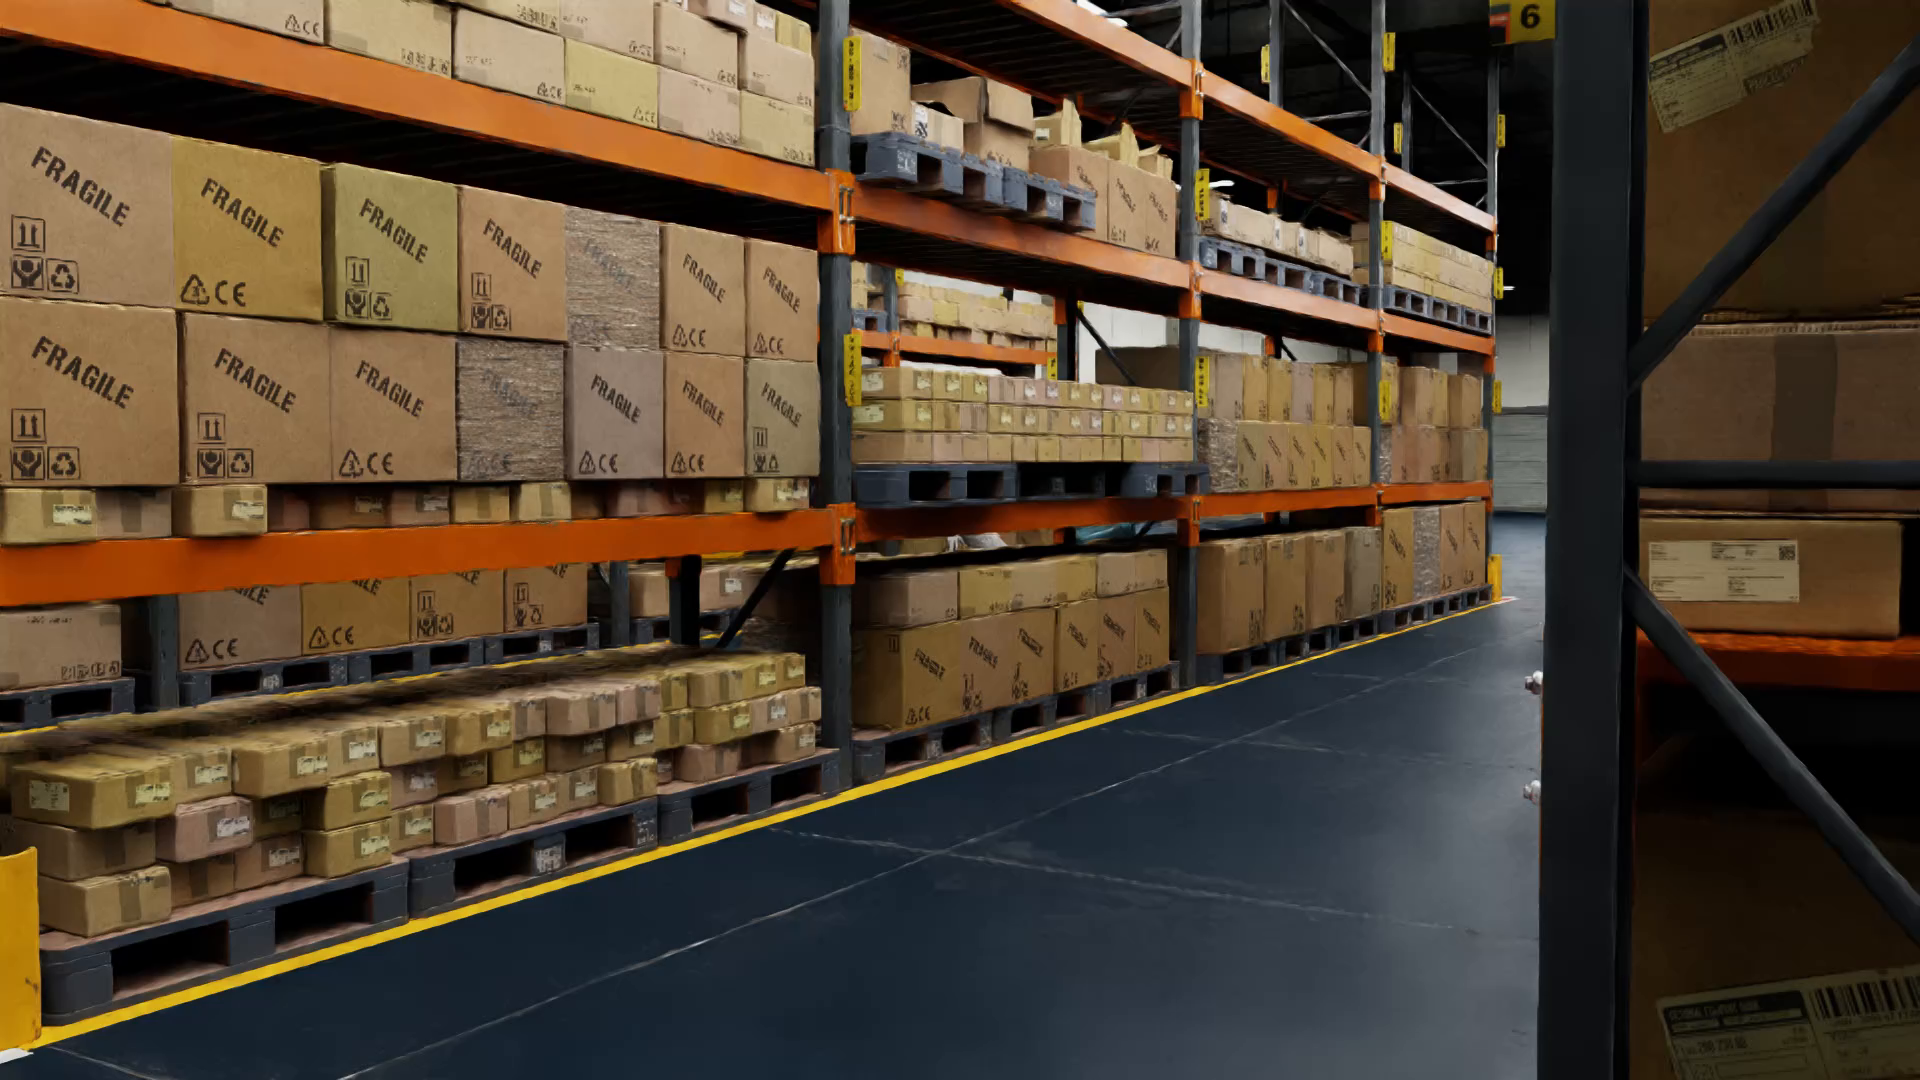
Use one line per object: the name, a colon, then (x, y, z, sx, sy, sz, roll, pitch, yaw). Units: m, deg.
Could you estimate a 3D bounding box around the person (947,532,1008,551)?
person: (0.215, -0.072, 14.472, 0.533, 1.772, 0.677, 1, 3, 28)
